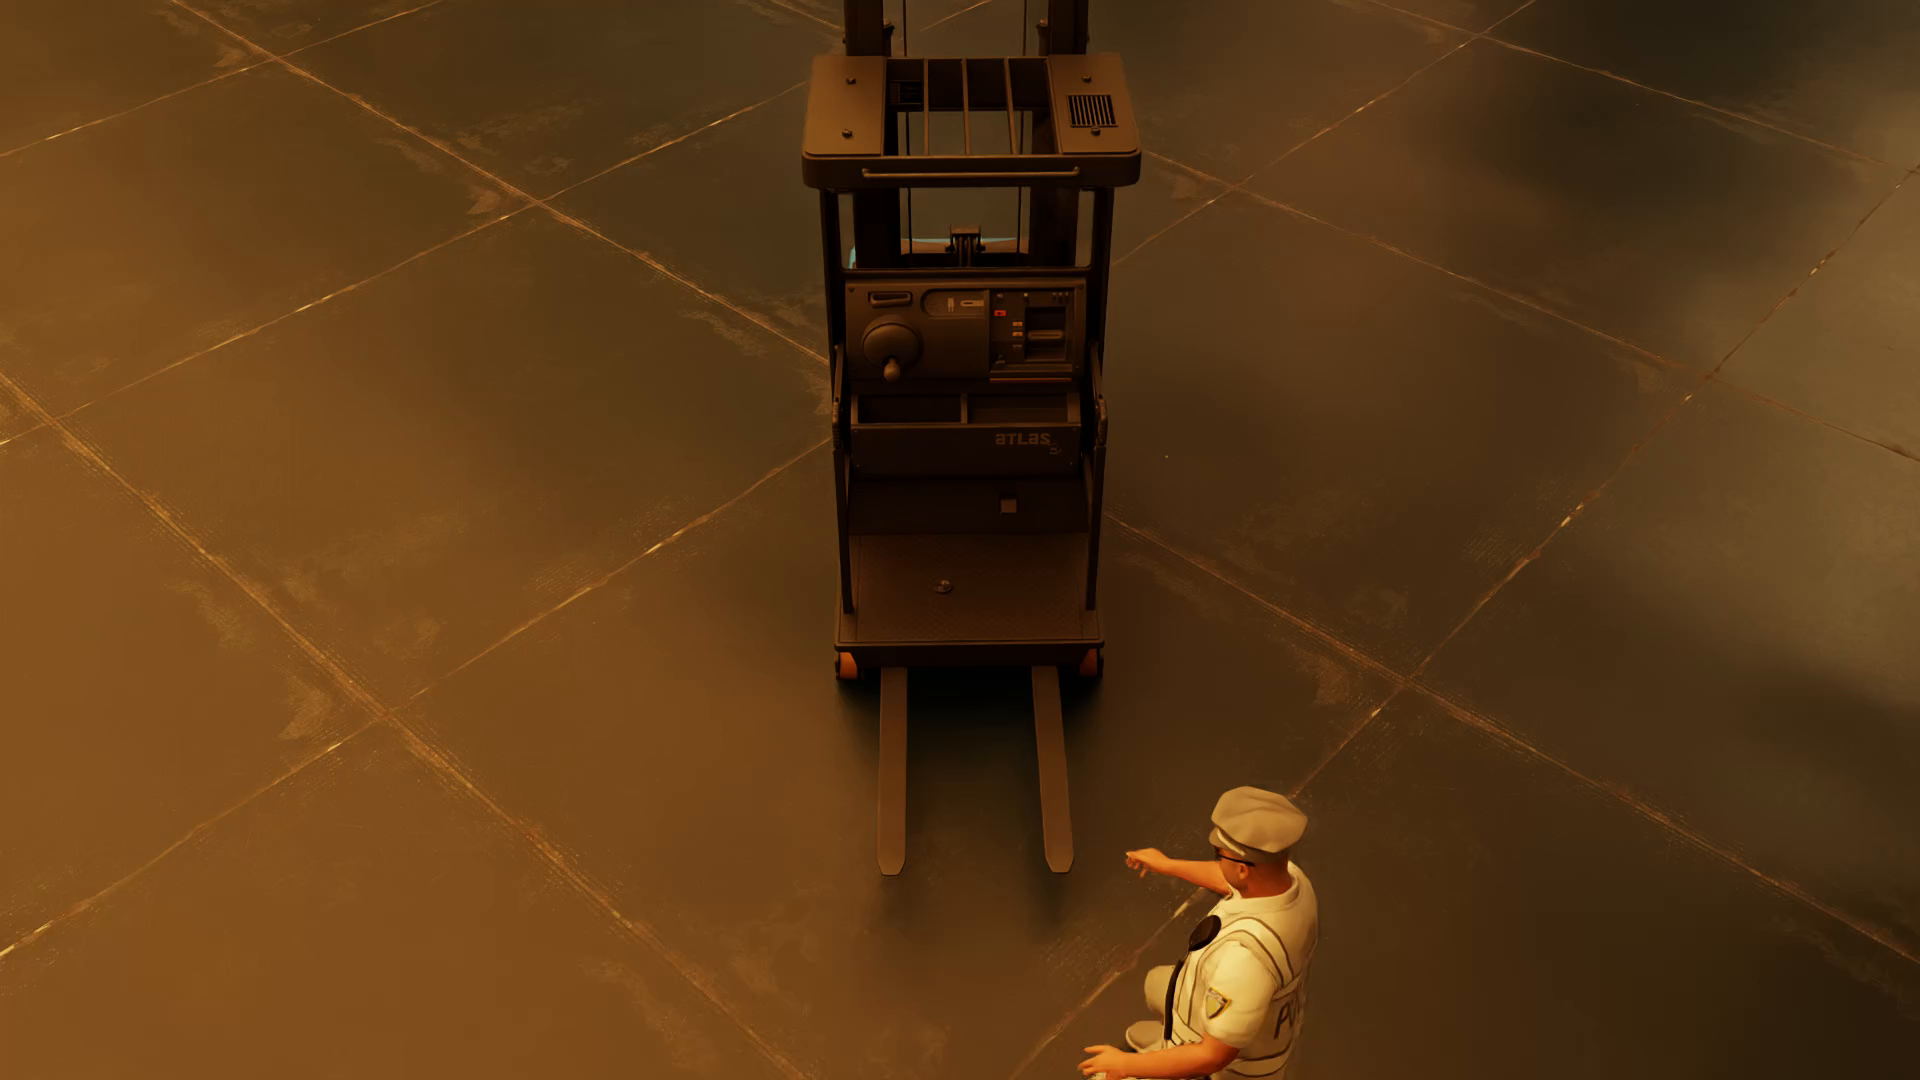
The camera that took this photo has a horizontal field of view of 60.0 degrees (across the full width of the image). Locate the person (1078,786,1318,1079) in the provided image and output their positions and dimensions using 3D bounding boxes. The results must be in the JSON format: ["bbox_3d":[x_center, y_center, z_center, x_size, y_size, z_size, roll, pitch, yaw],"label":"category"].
[{"bbox_3d":[0.662,1.347,4.885,0.681,1.579,0.861,17,44,19],"label":"person"}]

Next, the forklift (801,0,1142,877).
[{"bbox_3d":[0.030,-0.734,6.284,1.130,2.935,3.031,-1,41,-1],"label":"forklift"}]
